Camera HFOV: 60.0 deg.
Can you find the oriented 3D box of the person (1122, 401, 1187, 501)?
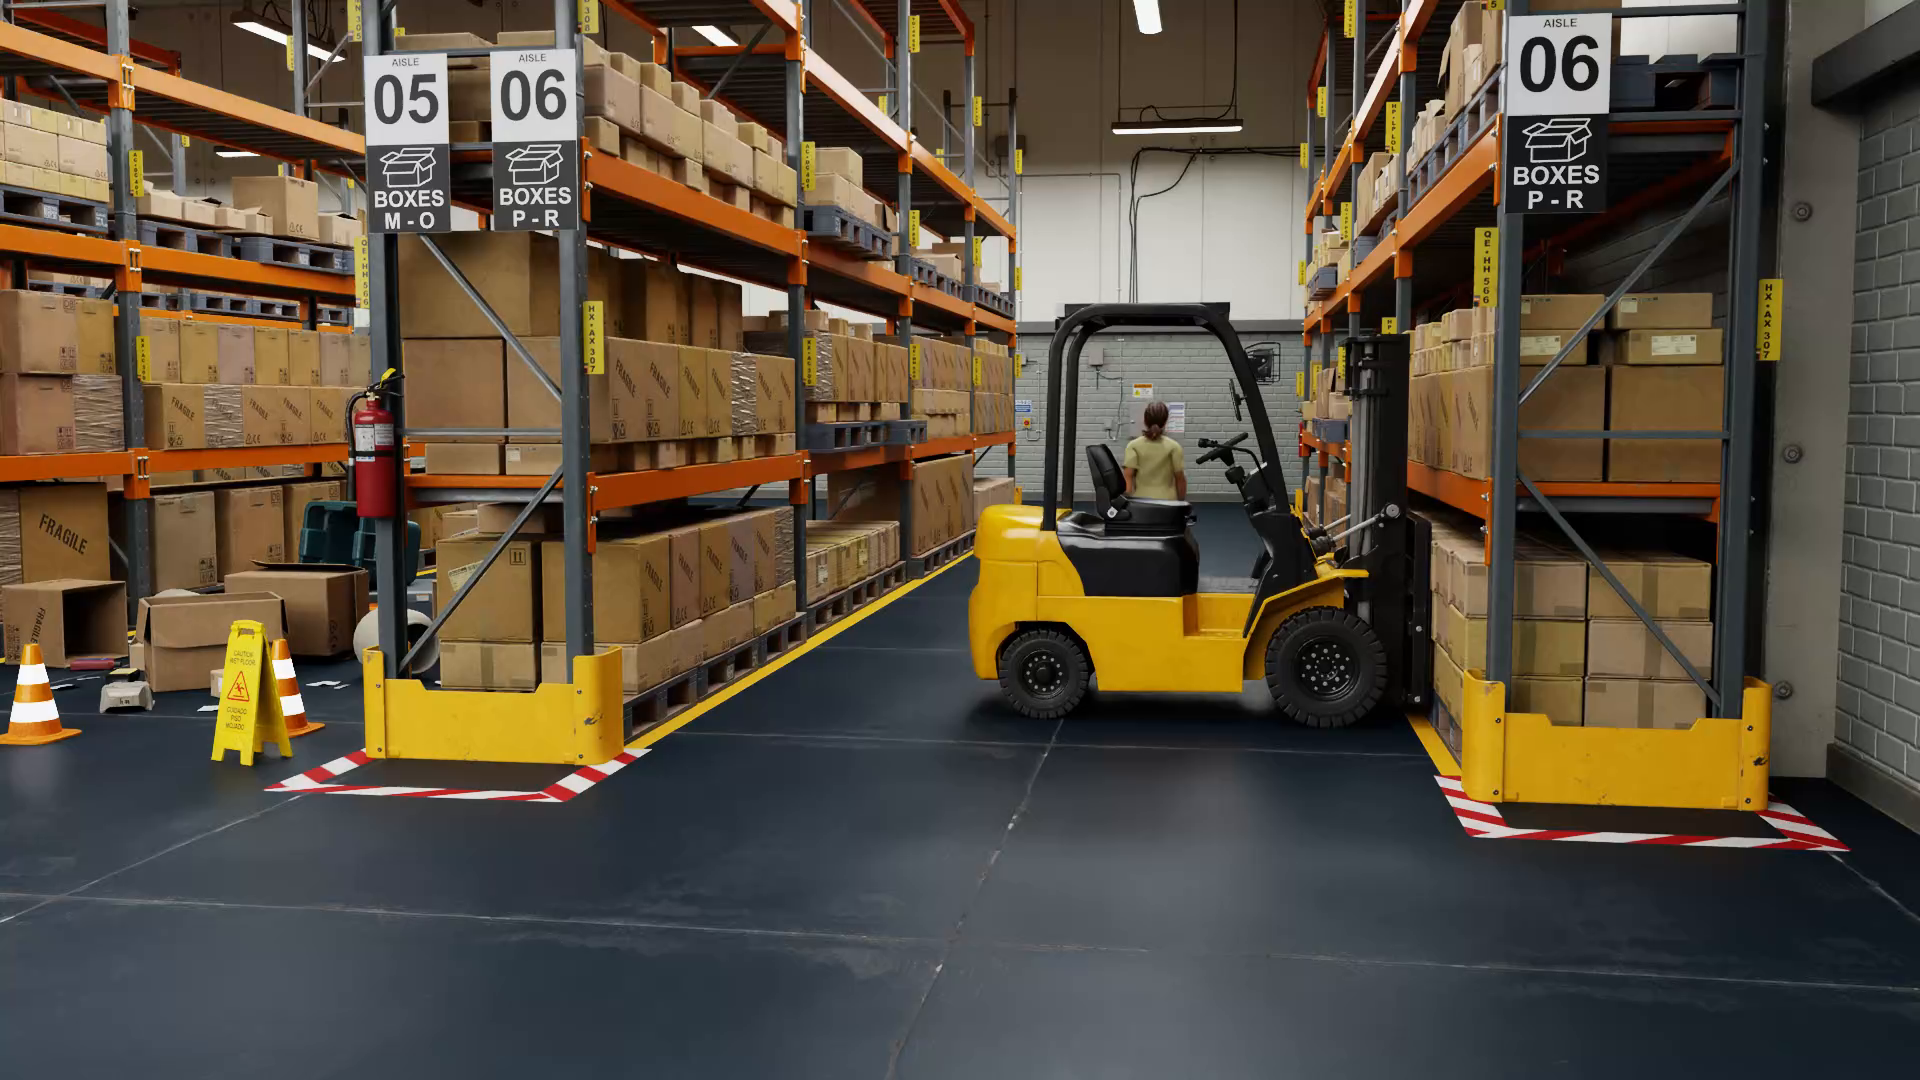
[{"bbox_3d":[1.455,-0.204,12.277,0.443,1.635,0.943,2,5,19],"label":"person"}]
